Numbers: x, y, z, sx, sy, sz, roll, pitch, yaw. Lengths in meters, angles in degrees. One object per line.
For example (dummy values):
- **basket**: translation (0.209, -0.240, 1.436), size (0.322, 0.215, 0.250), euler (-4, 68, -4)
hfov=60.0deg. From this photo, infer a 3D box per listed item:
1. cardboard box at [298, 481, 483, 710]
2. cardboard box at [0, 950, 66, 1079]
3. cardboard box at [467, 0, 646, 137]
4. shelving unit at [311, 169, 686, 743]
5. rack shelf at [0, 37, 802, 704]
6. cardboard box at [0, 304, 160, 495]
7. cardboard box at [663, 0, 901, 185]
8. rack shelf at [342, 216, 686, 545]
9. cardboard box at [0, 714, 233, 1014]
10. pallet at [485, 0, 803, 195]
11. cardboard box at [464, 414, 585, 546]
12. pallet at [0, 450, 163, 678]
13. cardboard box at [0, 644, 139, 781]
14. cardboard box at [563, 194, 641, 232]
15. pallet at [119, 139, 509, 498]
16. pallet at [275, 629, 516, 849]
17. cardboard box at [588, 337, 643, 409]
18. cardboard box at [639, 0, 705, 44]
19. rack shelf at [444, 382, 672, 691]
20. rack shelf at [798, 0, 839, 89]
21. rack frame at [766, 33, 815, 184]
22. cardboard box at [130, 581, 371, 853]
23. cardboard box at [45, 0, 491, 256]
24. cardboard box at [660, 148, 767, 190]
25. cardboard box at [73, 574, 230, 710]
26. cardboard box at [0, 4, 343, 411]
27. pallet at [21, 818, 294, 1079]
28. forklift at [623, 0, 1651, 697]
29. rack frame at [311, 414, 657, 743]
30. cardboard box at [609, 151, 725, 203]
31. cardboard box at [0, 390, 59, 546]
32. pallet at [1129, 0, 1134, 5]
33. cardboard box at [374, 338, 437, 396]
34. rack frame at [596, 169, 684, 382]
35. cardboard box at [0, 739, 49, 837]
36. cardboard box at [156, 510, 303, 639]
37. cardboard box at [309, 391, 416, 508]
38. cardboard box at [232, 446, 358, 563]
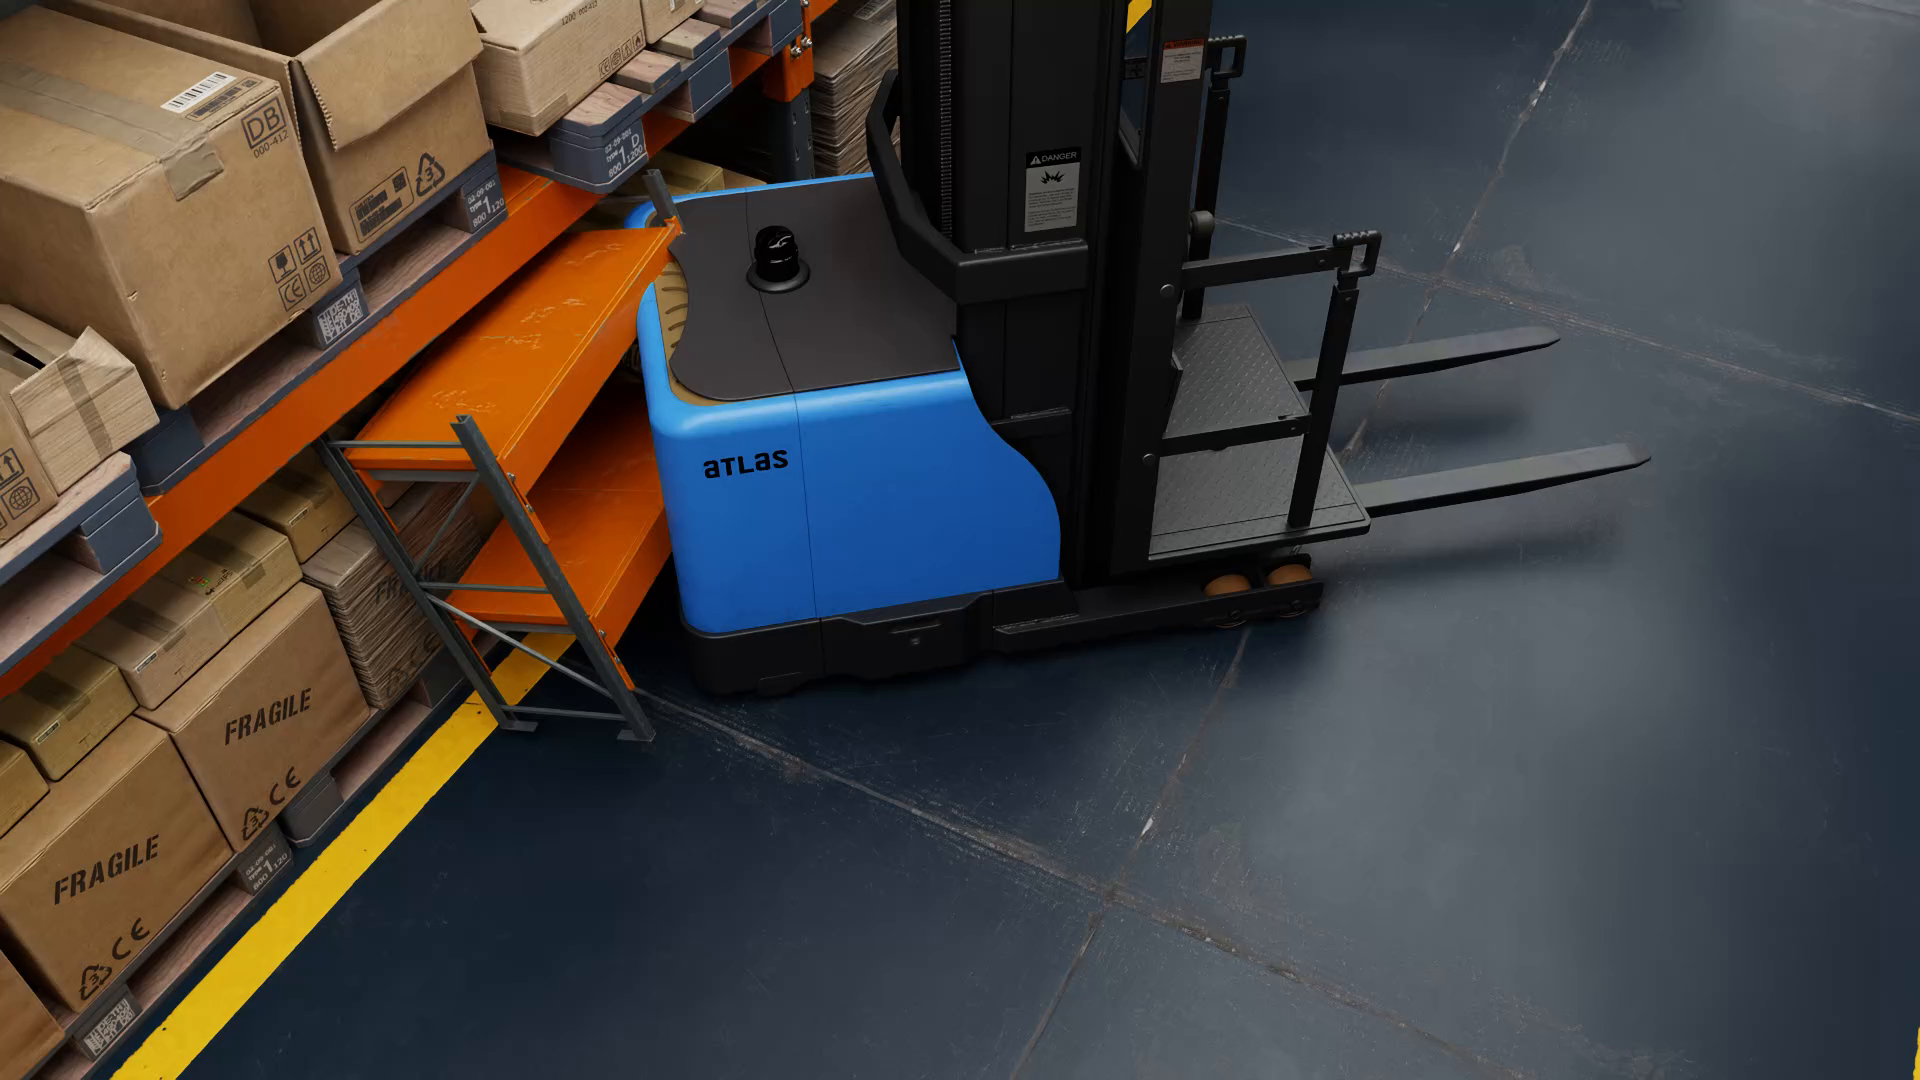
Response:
- **cardboard box**: translation (-1.672, 0.054, 4.550), size (0.500, 0.500, 0.500), euler (19, 48, 18)
- **cardboard box**: translation (-2.393, 1.030, 3.585), size (0.500, 0.500, 0.500), euler (22, 49, 21)
- **cardboard box**: translation (-1.163, -1.314, 4.249), size (0.500, 0.250, 0.500), euler (18, 48, 17)
- **shelving unit**: translation (-1.045, -0.229, 4.557), size (0.538, 1.125, 1.048), euler (2, 45, 23)
- **rack shelf**: translation (-1.888, -0.477, 4.119), size (1.077, 0.370, 4.000), euler (20, 49, 19)
- **cardboard box**: translation (-1.832, -0.319, 3.256), size (0.396, 0.266, 0.258), euler (23, 50, 21)
- **cardboard box**: translation (-0.658, -1.691, 6.187), size (0.875, 0.625, 0.625), euler (22, 49, 20)
- **rack shelf**: translation (-1.120, -0.440, 4.368), size (0.538, 0.278, 1.000), euler (2, 45, 23)
- **cardboard box**: translation (-2.154, 0.692, 3.920), size (0.500, 0.500, 0.500), euler (20, 49, 19)
- **pallet**: translation (-1.212, -1.473, 4.731), size (1.213, 0.211, 1.003), euler (20, 49, 19)
- **cardboard box**: translation (-1.448, -0.279, 4.879), size (0.500, 0.500, 0.500), euler (22, 49, 21)
- **pallet**: translation (-2.349, 0.130, 3.148), size (1.003, 0.211, 1.213), euler (20, 49, 19)
- **cardboard box**: translation (-2.130, 0.352, 3.799), size (0.380, 0.149, 0.250), euler (20, 49, 18)
- **cardboard box**: translation (-1.064, -0.910, 5.047), size (0.380, 0.149, 0.250), euler (18, 48, 17)
- **pallet**: translation (-1.858, -0.696, 3.964), size (1.003, 0.211, 1.213), euler (20, 49, 19)
- **pallet**: translation (-1.907, 0.214, 4.891), size (1.003, 0.211, 1.213), euler (20, 49, 19)
- **cardboard box**: translation (-1.207, -0.610, 5.206), size (0.500, 0.500, 0.500), euler (20, 49, 18)
- **cardboard box**: translation (-0.925, -1.509, 4.514), size (0.380, 0.149, 0.250), euler (21, 49, 20)
- **rack shelf**: translation (-0.983, -0.053, 4.714), size (0.538, 0.278, 1.000), euler (2, 45, 23)
- **rack shelf**: translation (-0.031, -2.997, 6.609), size (1.077, 0.370, 4.000), euler (20, 49, 19)
- **rack frame**: translation (-0.960, -1.990, 5.108), size (1.000, 3.000, 0.127), euler (20, 49, 19)
- **cardboard box**: translation (-1.919, 0.379, 4.229), size (0.500, 0.500, 0.500), euler (19, 48, 18)
- **cardboard box**: translation (-1.554, -1.085, 3.845), size (0.797, 0.503, 0.637), euler (19, 48, 18)
- **cardboard box**: translation (-0.966, -0.922, 5.514), size (0.500, 0.500, 0.500), euler (22, 49, 20)
- **cardboard box**: translation (-1.981, 0.207, 3.943), size (0.380, 0.149, 0.250), euler (20, 49, 19)
- **cardboard box**: translation (-1.789, -0.705, 3.472), size (0.700, 0.500, 0.500), euler (20, 49, 19)
- **pallet**: translation (-2.472, 0.985, 4.128), size (1.003, 0.211, 1.213), euler (20, 49, 19)
- **forklift**: translation (0.610, -1.127, 4.303), size (3.031, 2.935, 1.130), euler (-9, 46, -9)
- **rack frame**: translation (-1.199, 0.124, 4.224), size (0.500, 1.125, 0.032), euler (2, 45, 23)
- **cardboard box**: translation (-0.965, -1.092, 5.227), size (0.380, 0.149, 0.250), euler (18, 48, 17)
- **cardboard box**: translation (-2.153, -0.210, 2.983), size (0.700, 0.500, 0.500), euler (21, 49, 19)
- **pallet**: translation (0.590, -3.053, 8.119), size (1.003, 0.211, 1.213), euler (20, 49, 19)
- **cardboard box**: translation (-1.503, -0.450, 4.592), size (0.380, 0.149, 0.250), euler (20, 49, 18)
- **rack frame**: translation (-0.892, -0.582, 4.889), size (0.500, 1.125, 0.032), euler (2, 45, 23)
- **cardboard box**: translation (-2.245, 0.529, 3.624), size (0.380, 0.149, 0.250), euler (18, 48, 17)
- **cardboard box**: translation (-1.864, 0.051, 4.096), size (0.380, 0.149, 0.250), euler (22, 49, 20)
- **cardboard box**: translation (-1.605, -0.266, 4.410), size (0.380, 0.149, 0.250), euler (18, 48, 17)
- **cardboard box**: translation (-1.764, -0.128, 4.274), size (0.380, 0.149, 0.250), euler (21, 49, 19)
